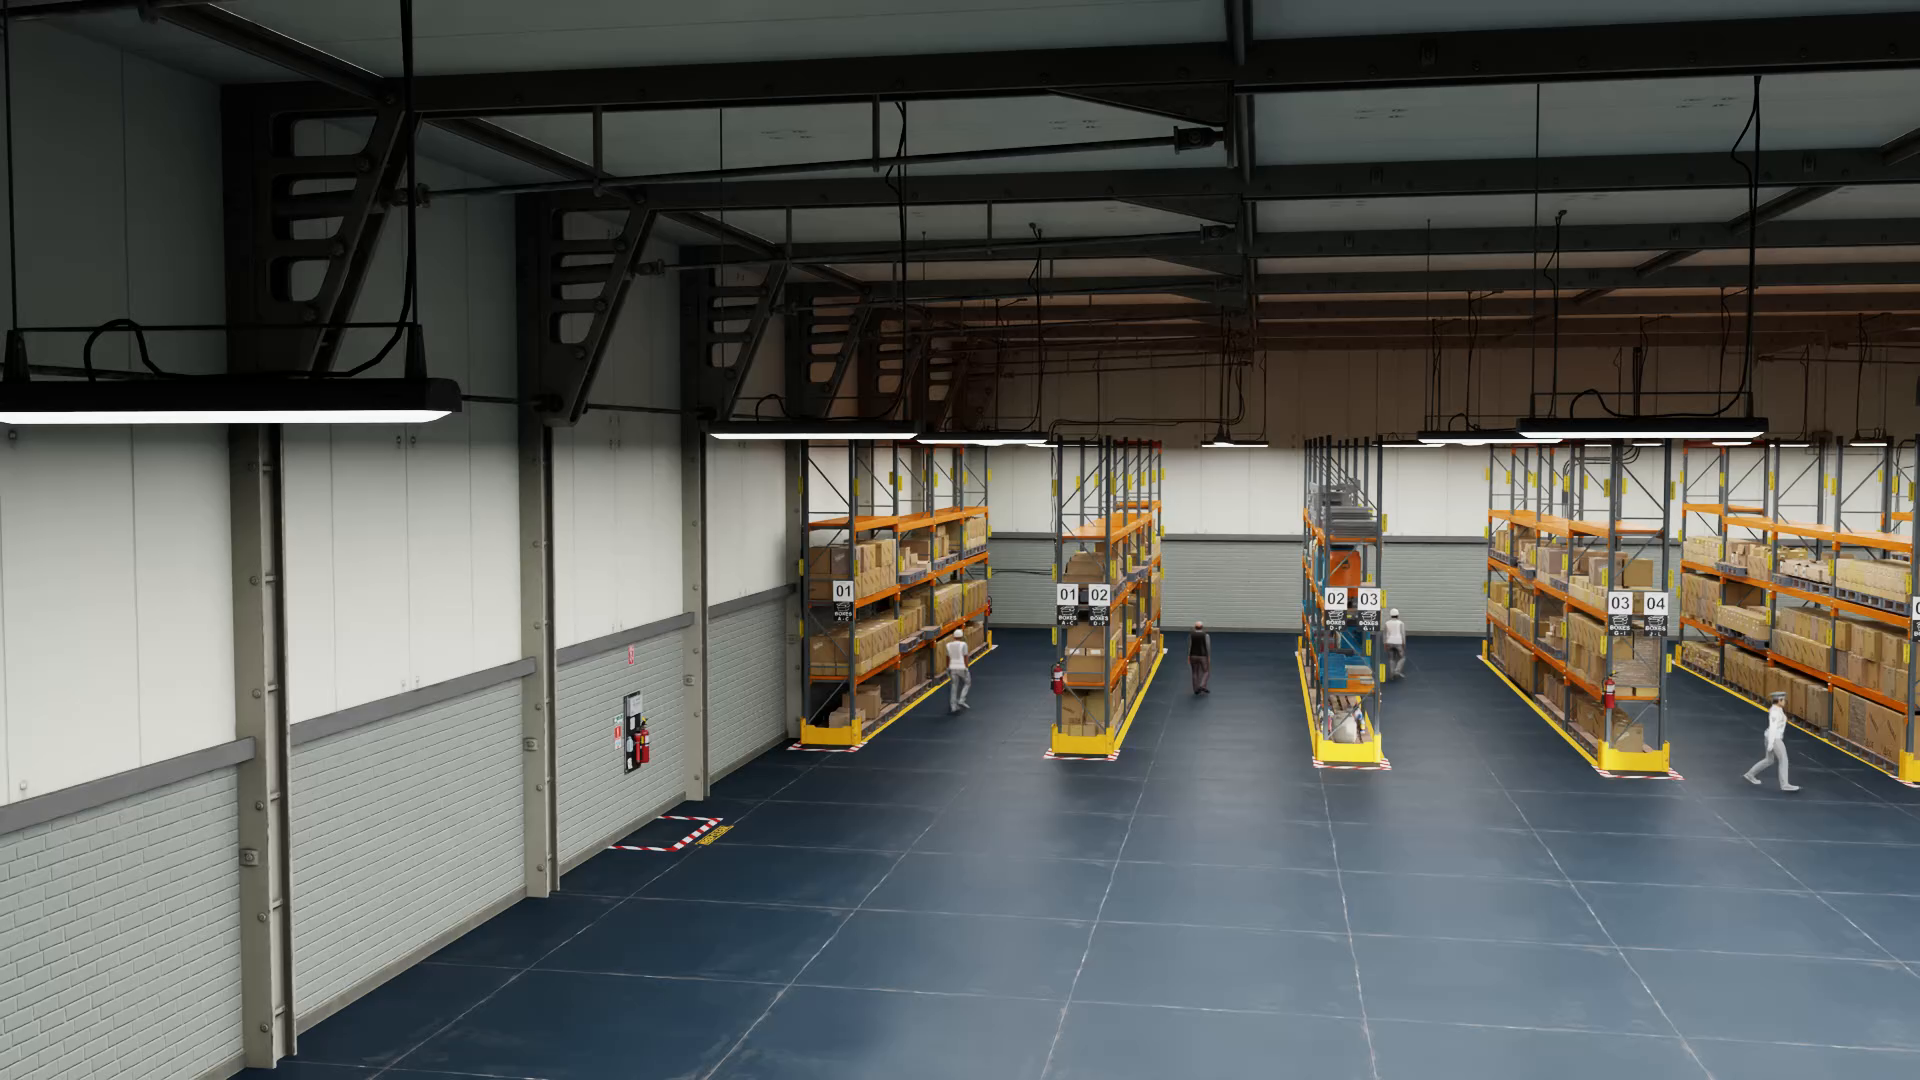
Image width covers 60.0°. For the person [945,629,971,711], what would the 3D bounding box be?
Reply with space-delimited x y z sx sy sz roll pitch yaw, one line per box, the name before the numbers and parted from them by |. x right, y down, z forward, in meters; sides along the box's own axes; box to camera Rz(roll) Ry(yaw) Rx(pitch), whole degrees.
person | -0.041 2.842 36.544 0.597 1.766 0.497 1 3 25

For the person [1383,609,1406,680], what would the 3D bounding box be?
person | 10.837 2.601 41.469 0.578 1.771 0.516 2 3 27

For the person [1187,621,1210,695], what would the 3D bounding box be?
person | 5.593 2.762 38.958 0.564 1.721 0.511 1 3 20

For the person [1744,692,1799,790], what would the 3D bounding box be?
person | 13.755 3.379 28.137 0.792 1.637 0.490 1 3 19
